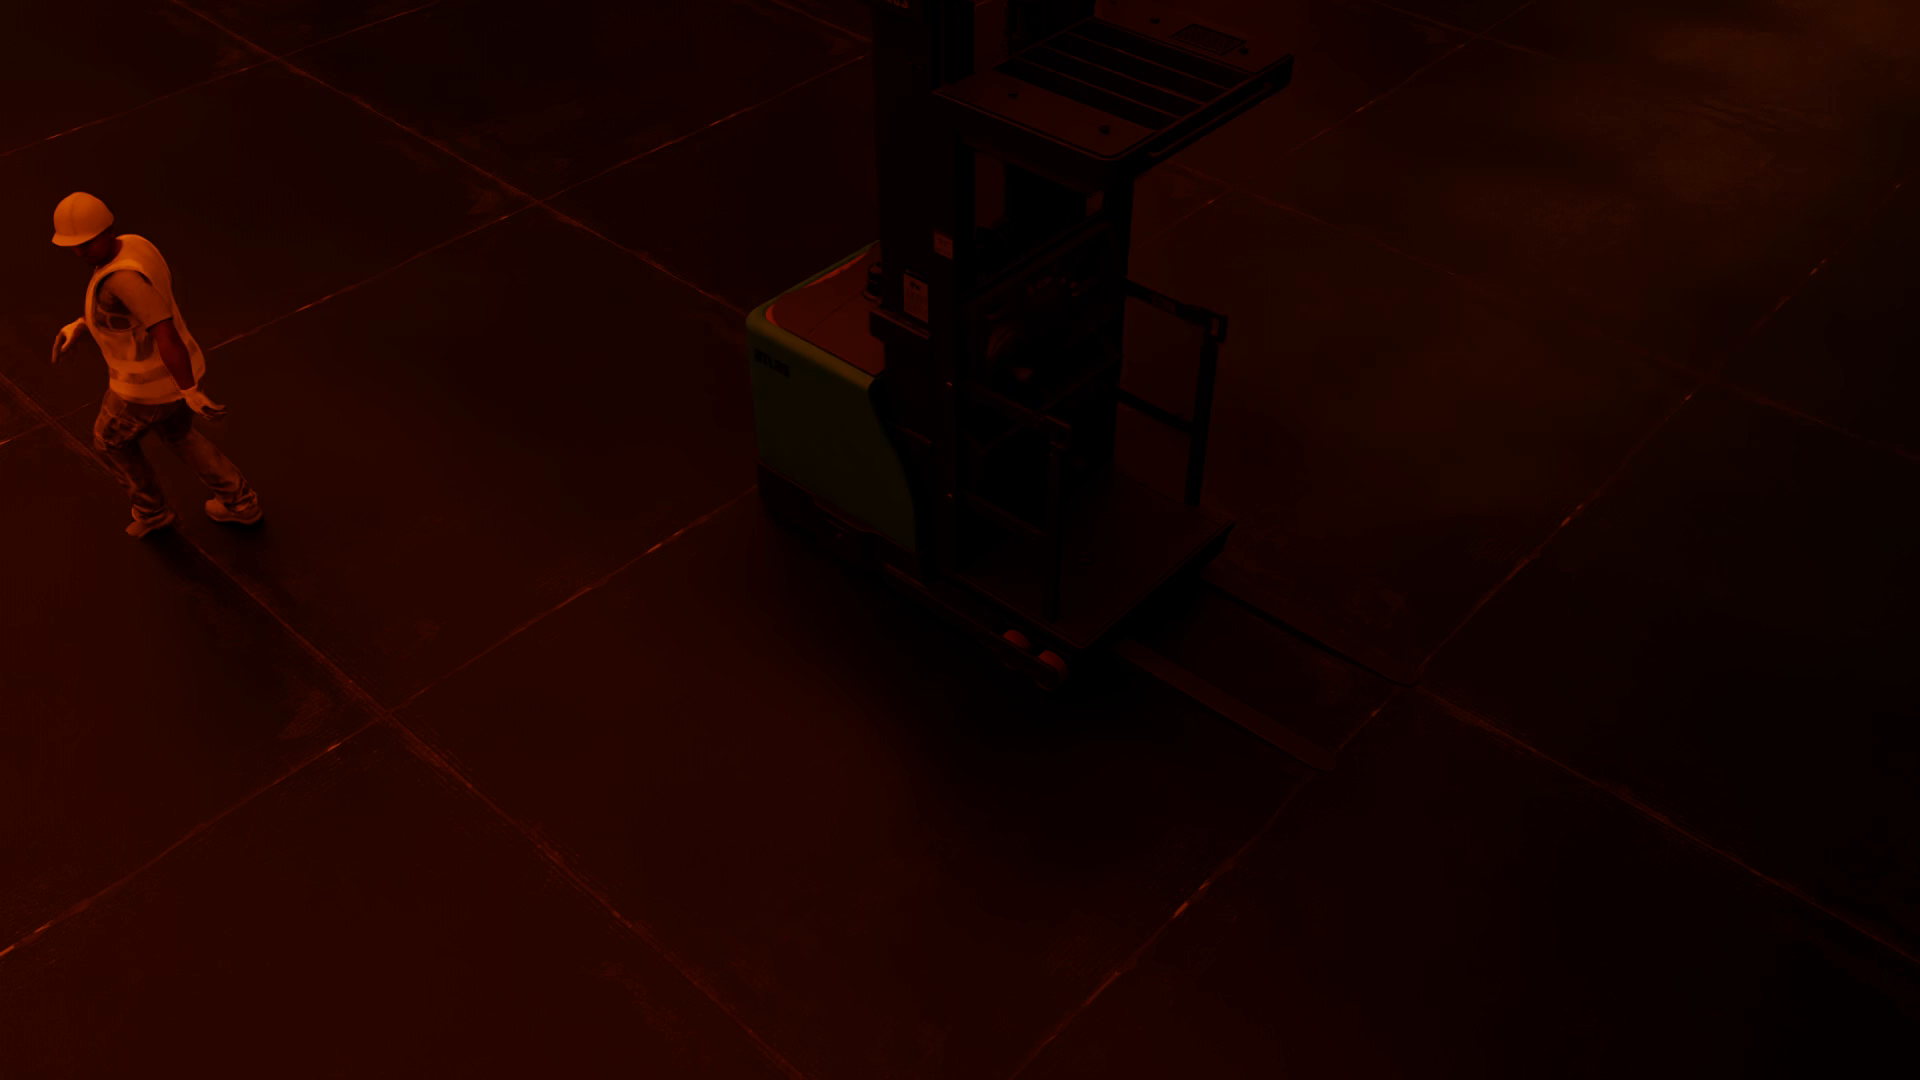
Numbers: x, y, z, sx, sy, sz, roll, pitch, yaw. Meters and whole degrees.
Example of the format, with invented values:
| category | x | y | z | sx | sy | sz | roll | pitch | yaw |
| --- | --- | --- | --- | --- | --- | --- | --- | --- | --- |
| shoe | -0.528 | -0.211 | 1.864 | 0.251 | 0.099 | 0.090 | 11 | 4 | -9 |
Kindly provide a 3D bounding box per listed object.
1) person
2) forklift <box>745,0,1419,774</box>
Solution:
| category | x | y | z | sx | sy | sz | roll | pitch | yaw |
| --- | --- | --- | --- | --- | --- | --- | --- | --- | --- |
| person | -3.487 | -0.705 | 7.227 | 0.844 | 1.776 | 0.629 | 3 | 41 | 4 |
| forklift | 0.491 | -0.873 | 6.446 | 3.031 | 2.935 | 1.130 | 30 | 49 | 30 |
